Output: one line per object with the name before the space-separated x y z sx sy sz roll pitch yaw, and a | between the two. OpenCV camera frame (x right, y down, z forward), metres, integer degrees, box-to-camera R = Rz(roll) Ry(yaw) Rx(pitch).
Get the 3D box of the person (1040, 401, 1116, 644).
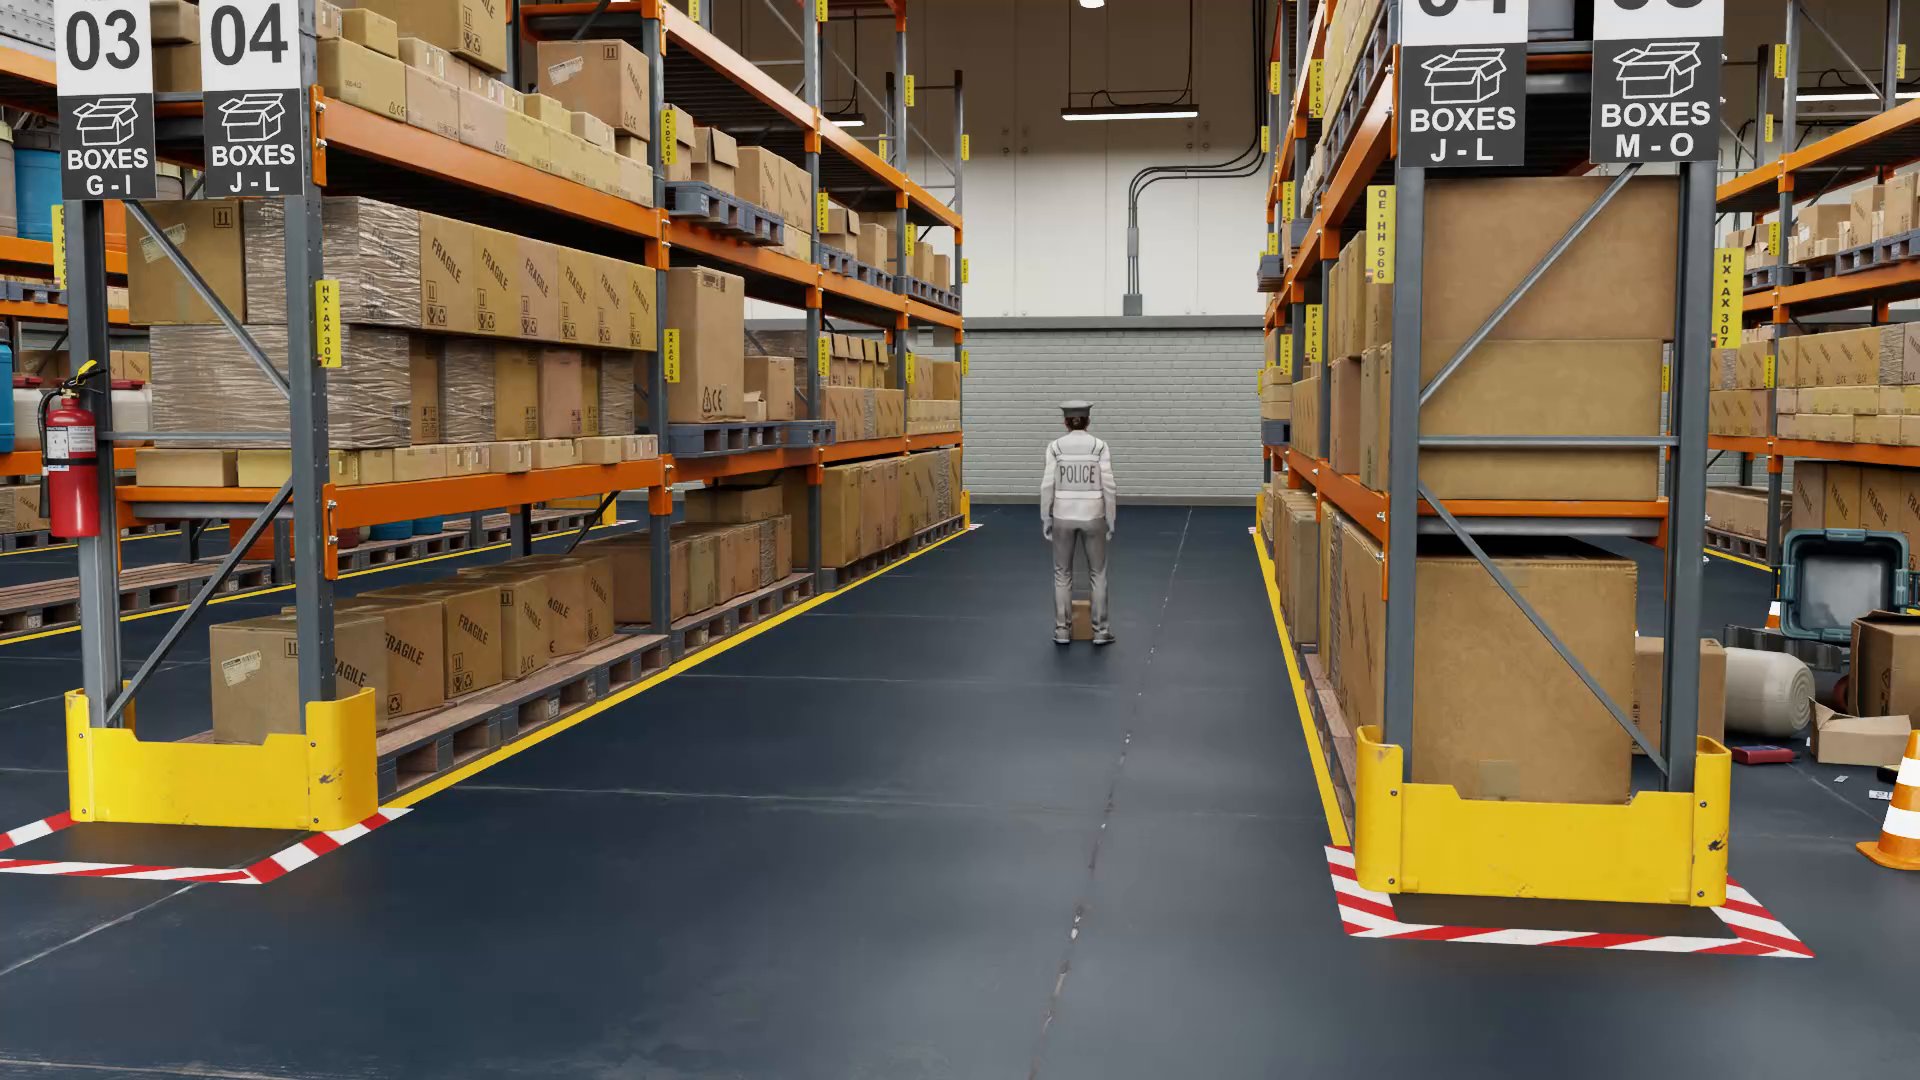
person | 0.809 -0.120 11.373 0.518 1.663 0.369 1 5 7
